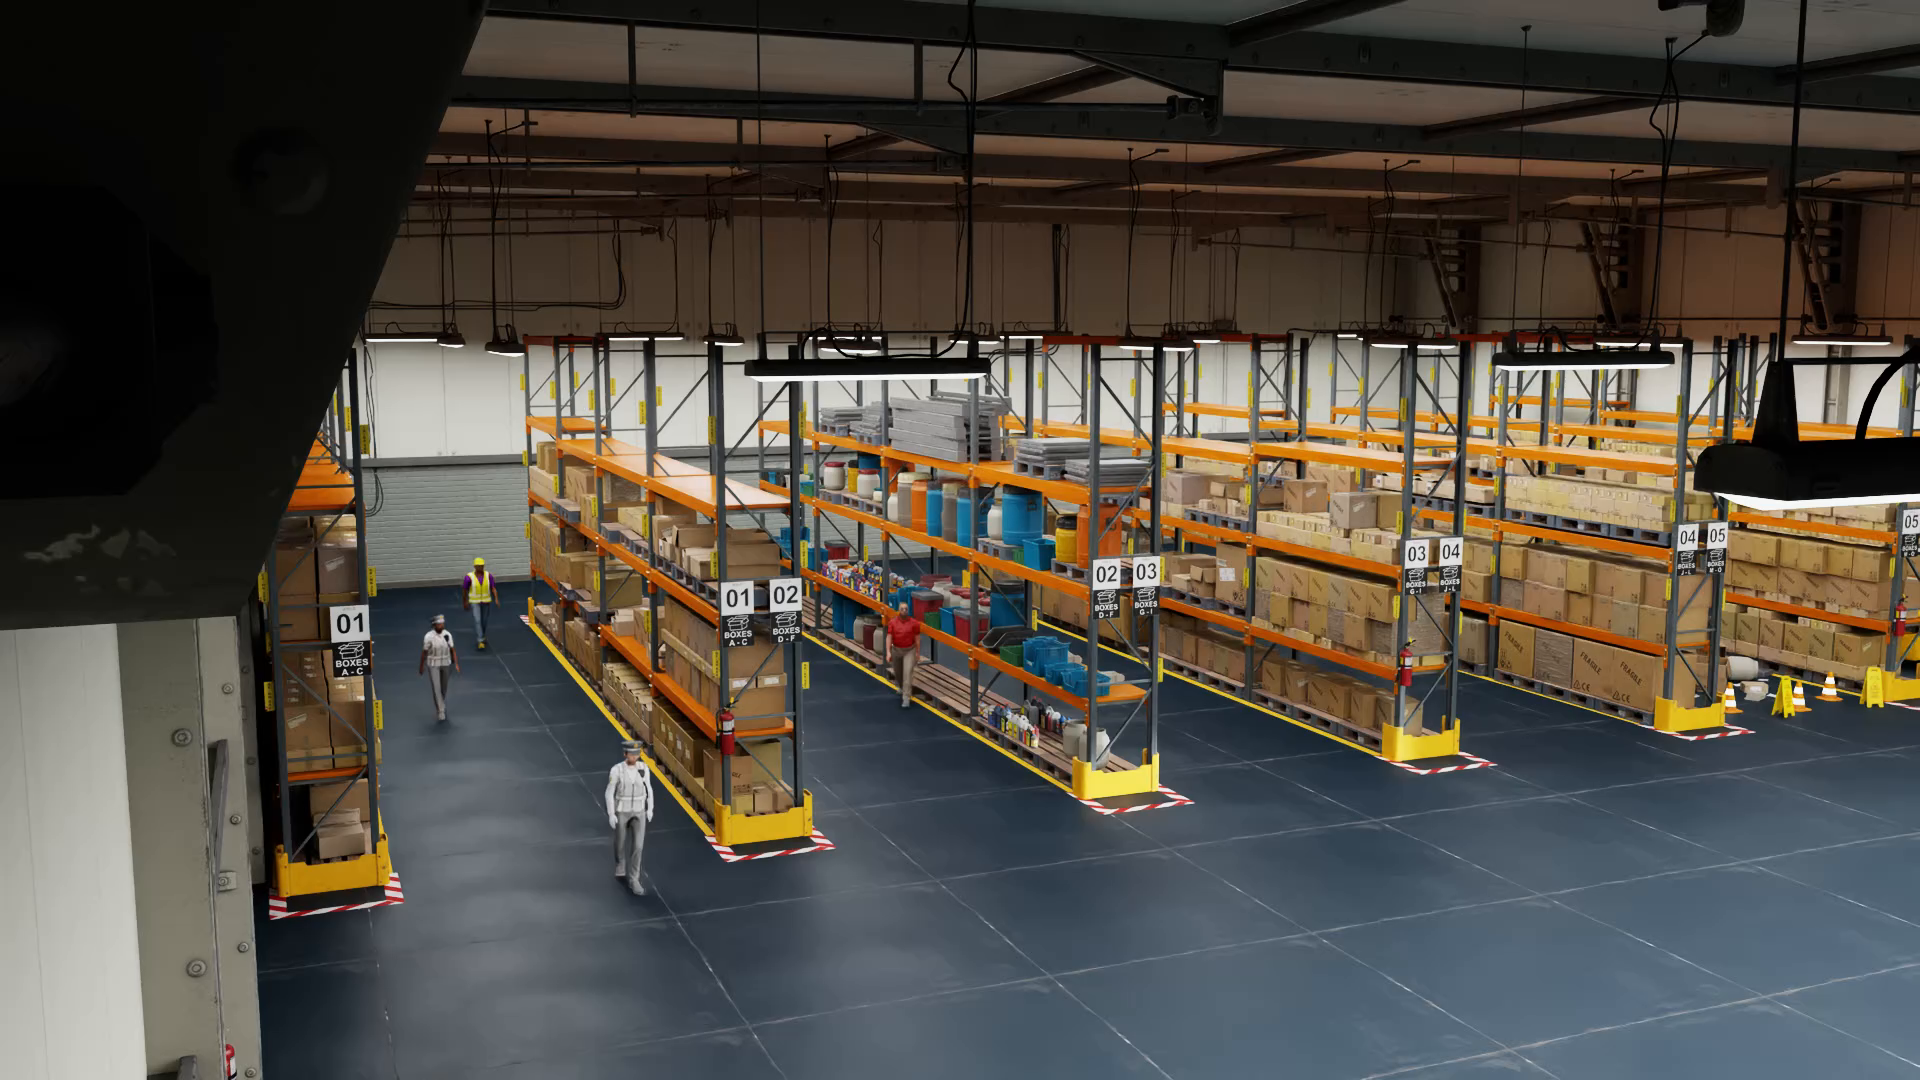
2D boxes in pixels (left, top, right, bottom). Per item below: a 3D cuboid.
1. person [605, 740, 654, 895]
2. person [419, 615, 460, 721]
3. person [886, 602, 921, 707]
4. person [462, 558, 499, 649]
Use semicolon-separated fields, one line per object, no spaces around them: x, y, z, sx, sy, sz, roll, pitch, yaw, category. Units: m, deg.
-3.678;3.062;18.621;0.564;1.652;0.776;-4;8;-25;person
-8.299;1.984;26.503;0.552;1.624;1.058;-5;9;-31;person
-0.933;1.851;27.401;0.543;1.663;1.110;1;8;8;person
-9.272;1.198;32.164;0.636;1.710;1.081;-4;8;-25;person
